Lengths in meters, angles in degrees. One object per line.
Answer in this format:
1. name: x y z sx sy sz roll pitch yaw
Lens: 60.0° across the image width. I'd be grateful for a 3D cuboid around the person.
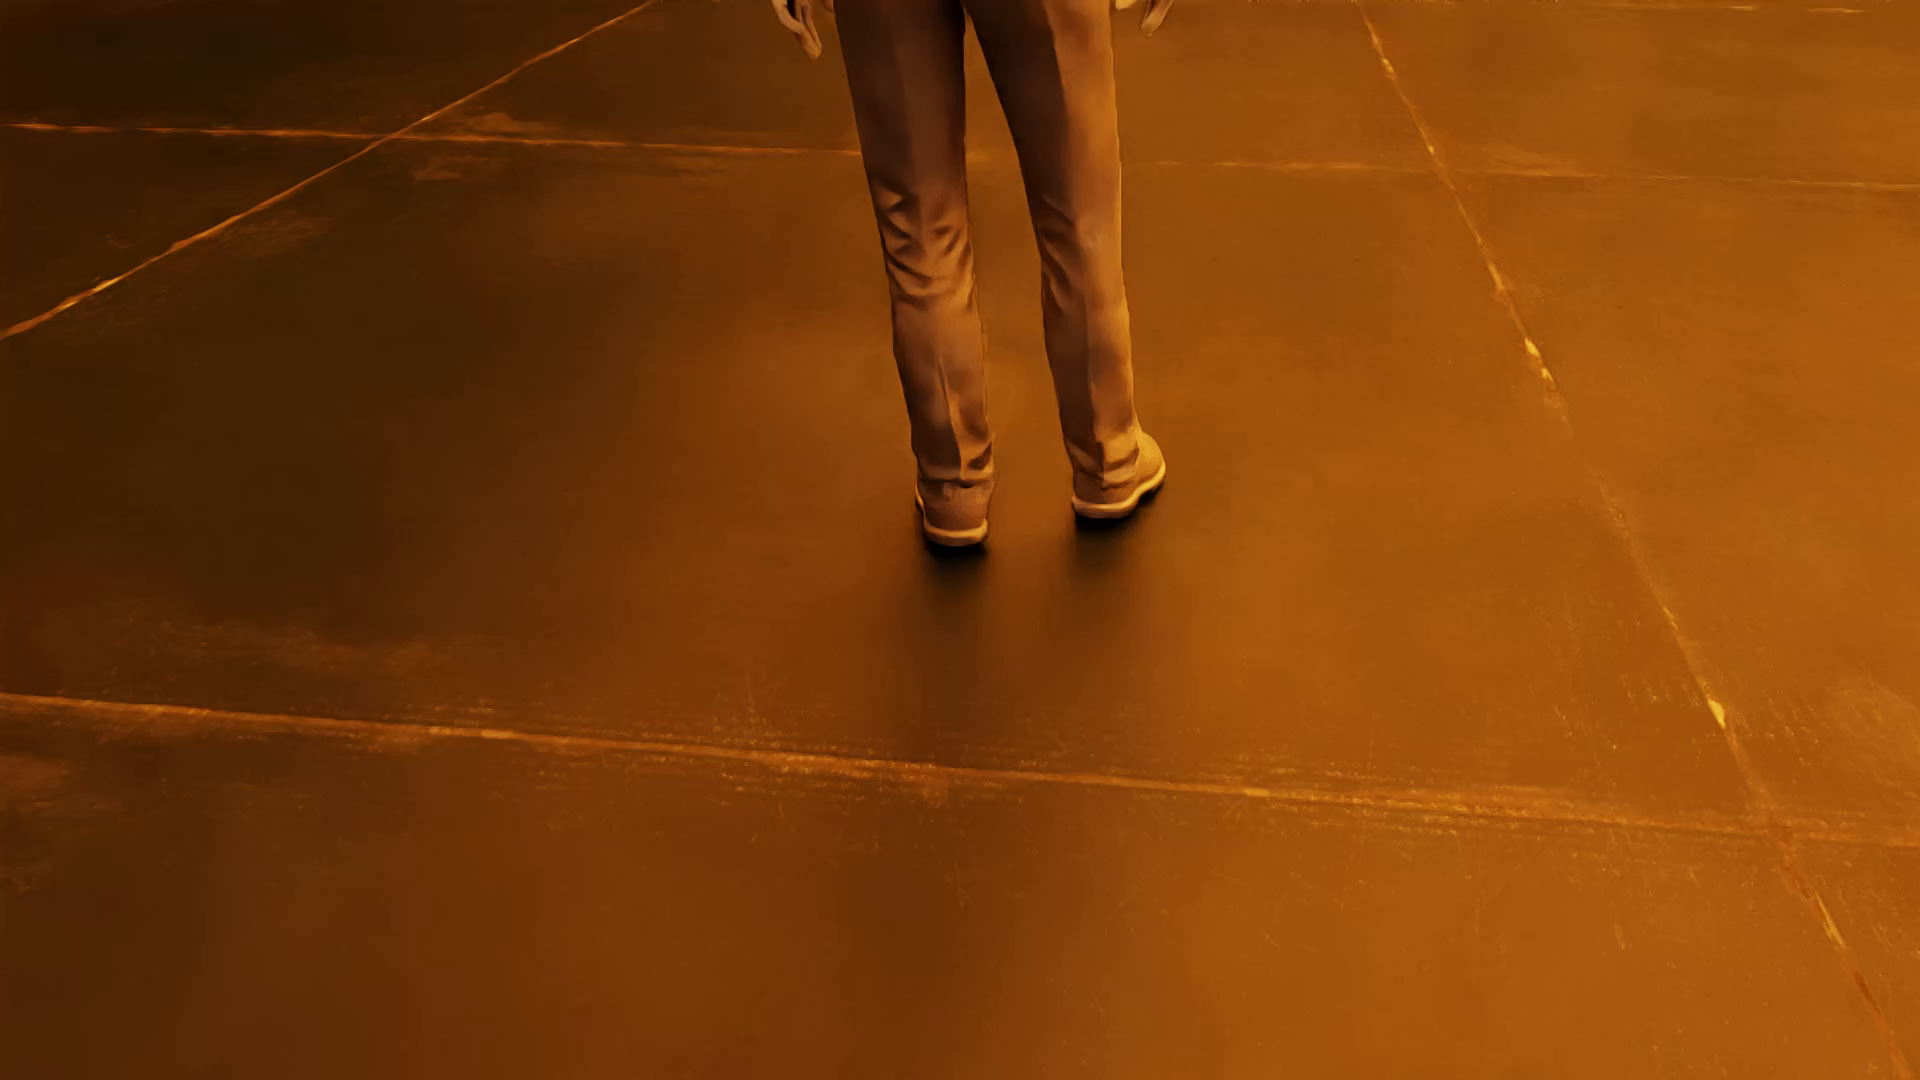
1. person: 0.016 -0.793 2.178 0.586 1.692 0.532 3 27 7
